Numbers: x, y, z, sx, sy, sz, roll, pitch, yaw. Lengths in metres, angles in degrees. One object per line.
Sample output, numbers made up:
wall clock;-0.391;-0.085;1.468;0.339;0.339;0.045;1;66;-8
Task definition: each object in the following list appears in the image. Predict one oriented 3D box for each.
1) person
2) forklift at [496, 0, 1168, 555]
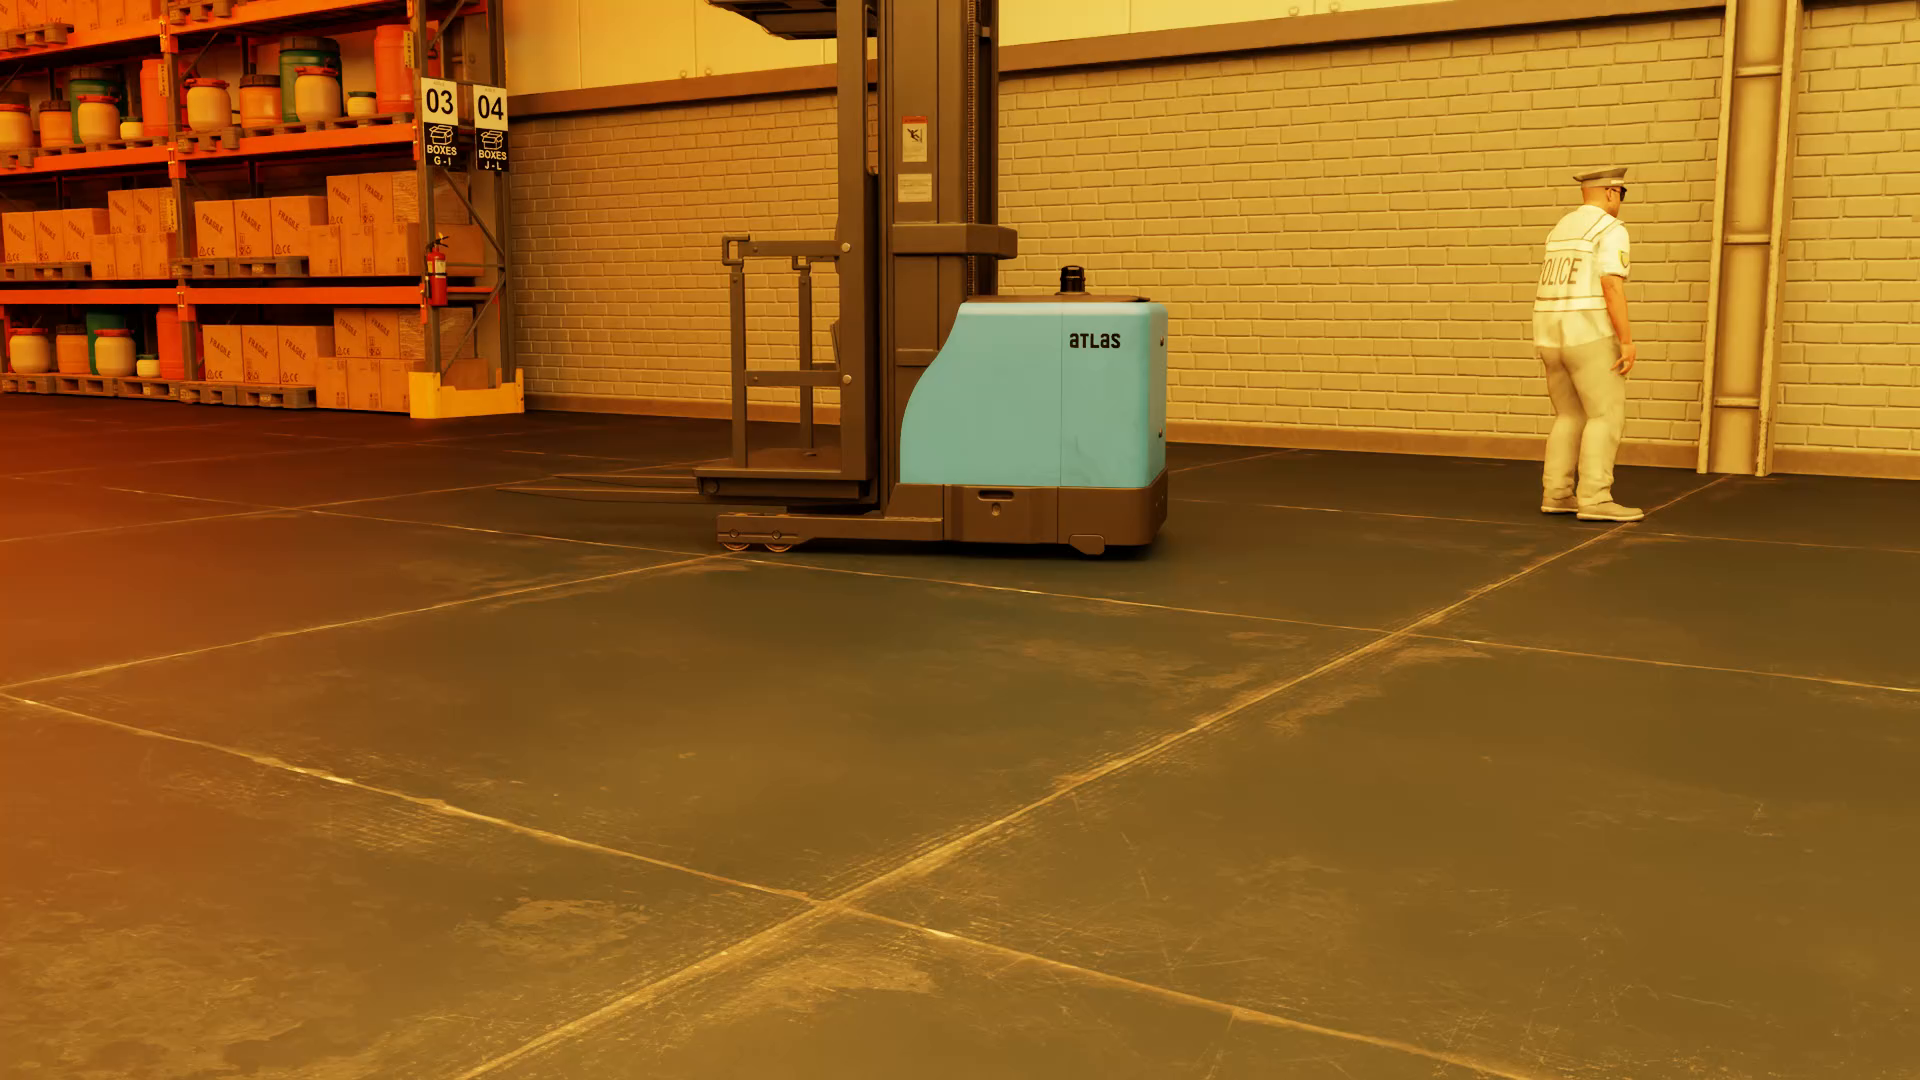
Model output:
person;3.130;-0.990;8.341;0.438;1.750;0.607;-2;8;-17
forklift;-0.596;-1.469;7.520;3.031;2.935;1.130;2;8;12
